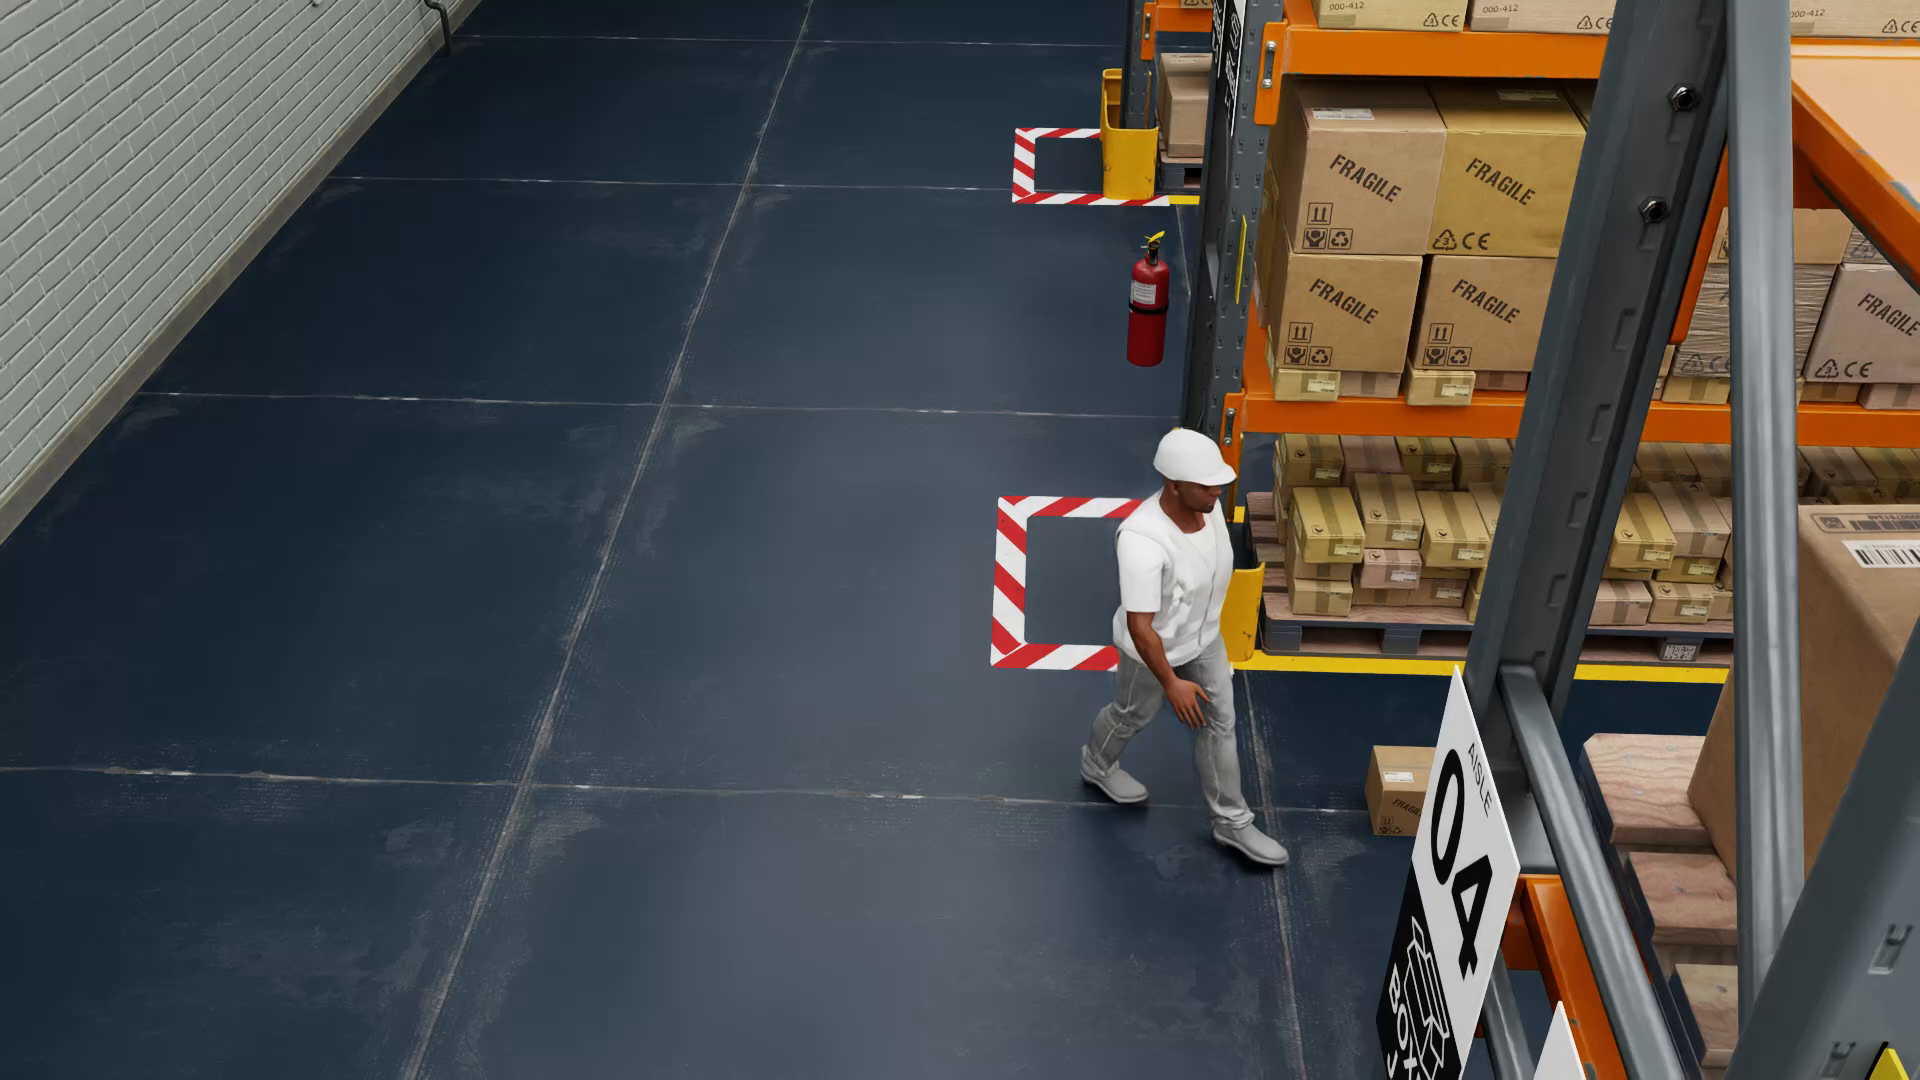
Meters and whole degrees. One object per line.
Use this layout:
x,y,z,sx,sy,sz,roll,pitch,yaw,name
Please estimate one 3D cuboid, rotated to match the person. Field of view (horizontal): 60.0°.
0.833,0.403,6.032,0.587,1.724,0.910,-27,44,-33,person
